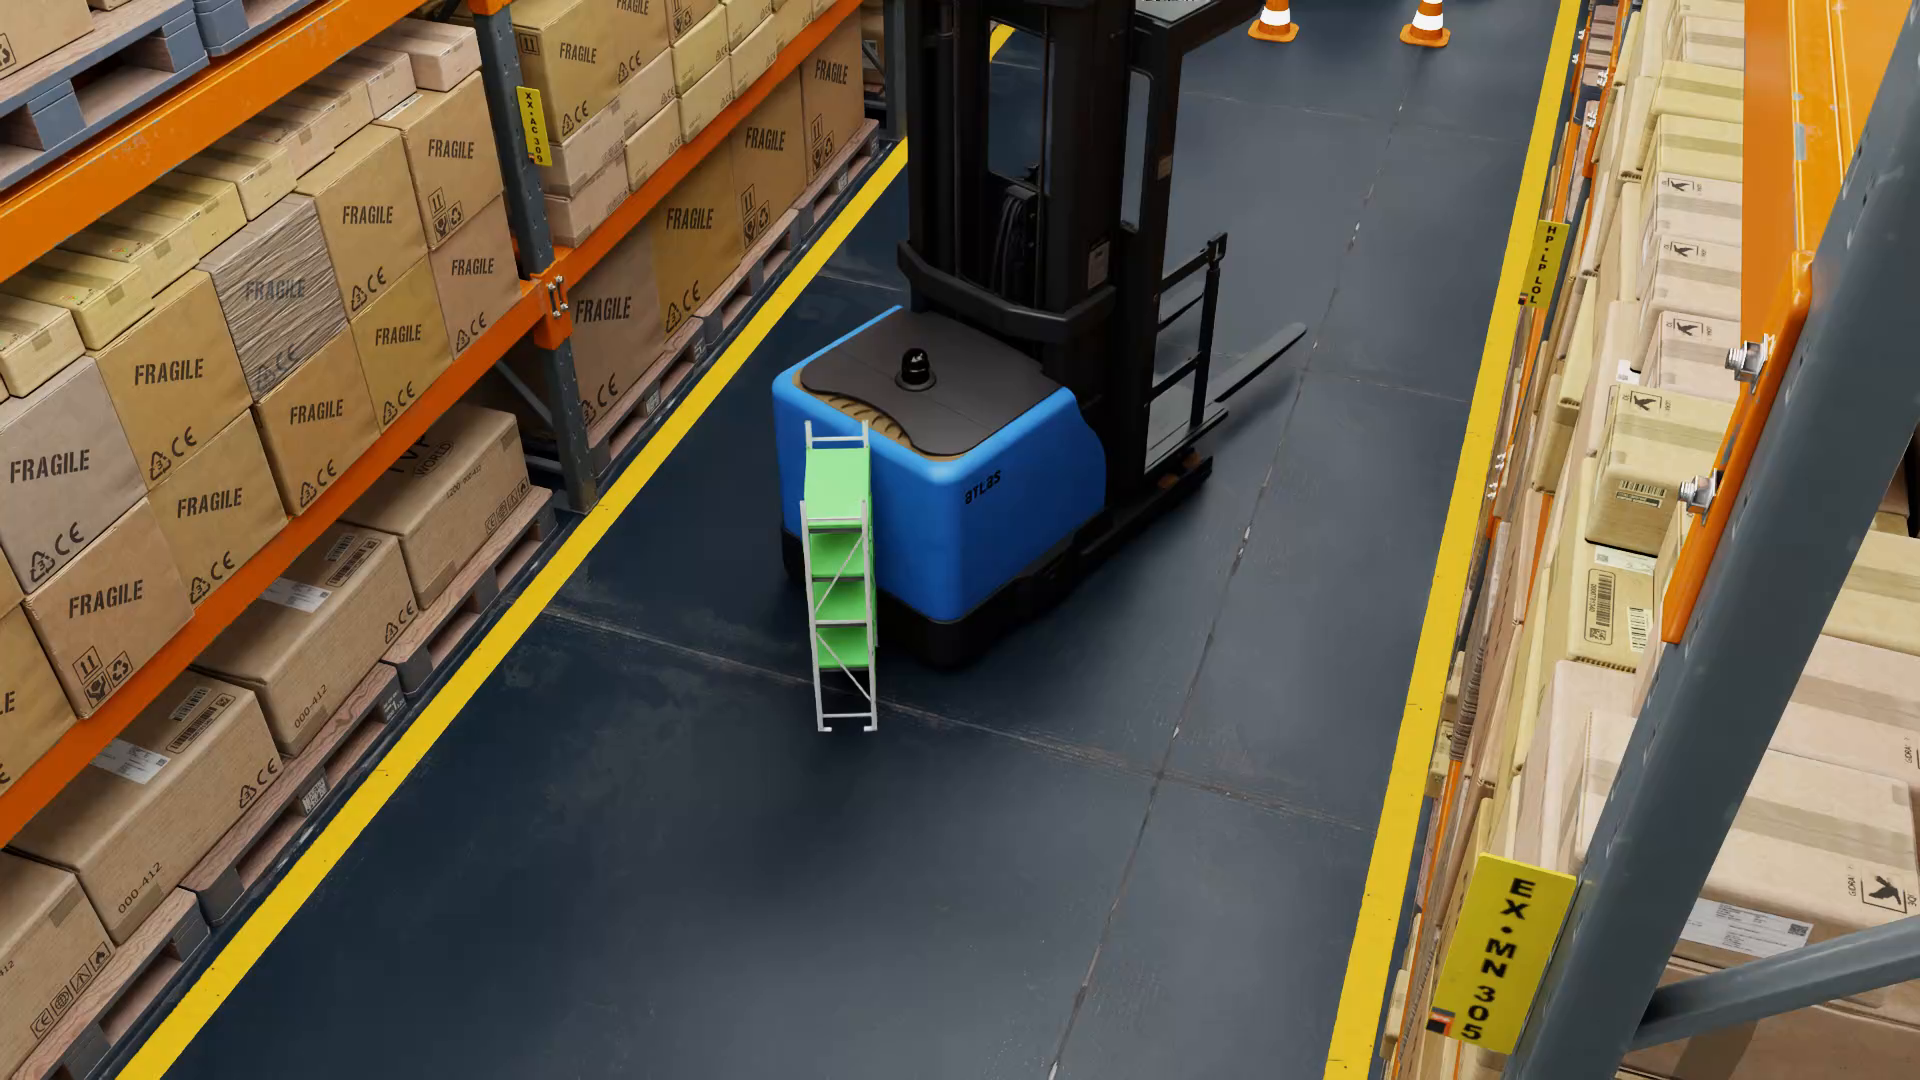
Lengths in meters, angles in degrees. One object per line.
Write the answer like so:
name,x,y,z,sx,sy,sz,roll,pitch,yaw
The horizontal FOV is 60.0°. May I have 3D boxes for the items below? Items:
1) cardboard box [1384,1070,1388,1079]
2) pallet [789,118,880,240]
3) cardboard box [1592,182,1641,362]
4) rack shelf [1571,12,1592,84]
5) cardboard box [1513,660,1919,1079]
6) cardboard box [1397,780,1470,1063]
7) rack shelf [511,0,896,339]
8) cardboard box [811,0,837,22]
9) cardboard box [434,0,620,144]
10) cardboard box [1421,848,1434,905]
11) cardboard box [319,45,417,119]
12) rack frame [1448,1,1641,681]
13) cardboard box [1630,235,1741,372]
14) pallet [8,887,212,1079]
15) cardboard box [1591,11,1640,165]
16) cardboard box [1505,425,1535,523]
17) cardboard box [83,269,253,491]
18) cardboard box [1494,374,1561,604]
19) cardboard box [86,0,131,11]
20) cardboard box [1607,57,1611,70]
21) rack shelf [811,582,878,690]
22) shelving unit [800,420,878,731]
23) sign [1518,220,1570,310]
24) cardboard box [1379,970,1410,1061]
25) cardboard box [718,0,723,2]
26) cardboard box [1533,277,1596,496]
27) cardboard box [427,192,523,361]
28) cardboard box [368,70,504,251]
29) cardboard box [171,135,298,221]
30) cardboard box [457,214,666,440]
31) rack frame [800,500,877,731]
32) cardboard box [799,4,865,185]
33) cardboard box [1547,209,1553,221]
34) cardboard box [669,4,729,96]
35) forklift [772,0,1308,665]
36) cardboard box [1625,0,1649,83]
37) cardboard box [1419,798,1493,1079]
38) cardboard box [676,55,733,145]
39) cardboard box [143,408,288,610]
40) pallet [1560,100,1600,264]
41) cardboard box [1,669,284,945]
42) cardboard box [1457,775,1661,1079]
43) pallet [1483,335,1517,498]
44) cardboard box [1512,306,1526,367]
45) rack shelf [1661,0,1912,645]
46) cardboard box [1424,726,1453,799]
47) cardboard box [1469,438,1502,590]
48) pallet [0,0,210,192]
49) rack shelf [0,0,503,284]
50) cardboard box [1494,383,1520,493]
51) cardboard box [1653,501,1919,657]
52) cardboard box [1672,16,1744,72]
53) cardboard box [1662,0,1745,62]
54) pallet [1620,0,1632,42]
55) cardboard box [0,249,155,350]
cardboard box,1.473,1.830,5.120,0.380,0.149,0.250,14,42,16
pallet,-1.179,-2.312,10.251,1.003,0.211,1.213,13,42,15
cardboard box,1.566,-0.461,3.352,0.500,0.250,0.500,12,42,13
rack shelf,4.532,-3.746,10.337,1.077,0.370,4.000,13,42,15
cardboard box,1.031,0.468,2.263,0.500,0.250,0.500,12,42,14
cardboard box,1.369,0.973,3.946,0.500,0.500,0.500,13,42,15
rack shelf,-1.522,-2.343,8.693,1.077,0.370,4.000,13,42,15
cardboard box,-0.927,-3.099,9.140,0.500,0.250,0.500,14,42,16
cardboard box,-1.785,-2.020,6.913,0.500,0.500,0.500,14,42,16
cardboard box,1.746,1.124,5.490,0.380,0.149,0.250,14,42,16
cardboard box,-2.204,-1.667,5.999,0.380,0.149,0.250,14,43,16
rack frame,2.480,-0.360,5.815,1.000,3.000,0.127,13,42,15
cardboard box,1.418,-0.388,2.960,0.380,0.149,0.250,14,42,16
pallet,-3.374,1.598,5.668,1.003,0.211,1.213,13,42,15
cardboard box,2.074,-1.220,4.627,0.500,0.250,0.500,15,43,17
cardboard box,1.912,0.038,5.041,0.500,0.500,0.500,13,42,15
cardboard box,-2.633,-0.542,5.181,0.500,0.500,0.500,13,42,15
cardboard box,1.733,-0.050,4.375,0.500,0.500,0.500,14,42,16
cardboard box,-2.637,-1.946,4.882,0.797,0.503,0.637,16,43,18
cardboard box,3.322,-2.308,7.967,0.380,0.149,0.250,15,43,17
rack shelf,-0.467,0.390,6.790,0.258,0.148,0.480,-1,40,-1
shelving unit,-0.467,0.159,6.593,0.258,1.200,0.503,-1,40,-1
sign,1.957,-0.922,5.581,0.100,0.325,0.005,13,42,15
cardboard box,1.539,1.544,5.227,0.380,0.149,0.250,14,42,16
cardboard box,-1.293,-2.959,8.013,0.500,0.500,0.500,13,42,14
cardboard box,1.532,-0.282,3.527,0.500,0.250,0.500,15,43,17
cardboard box,-2.124,-1.096,6.600,0.500,0.500,0.500,14,42,15
cardboard box,-2.108,-1.466,6.264,0.500,0.500,0.500,13,42,15
cardboard box,-2.420,-1.198,5.450,0.380,0.149,0.250,13,42,15
cardboard box,-2.069,-1.144,8.047,0.875,0.875,0.875,15,43,16
rack frame,-0.458,0.317,6.407,0.240,1.200,0.015,-1,40,-1
cardboard box,-1.152,-2.785,9.971,0.875,0.875,0.875,13,42,15
cardboard box,3.030,-1.319,7.963,0.500,0.250,0.500,14,42,15
cardboard box,-1.441,-2.362,7.892,0.500,0.250,0.500,14,42,16
forklift,0.561,-1.468,7.166,1.130,2.935,3.031,30,49,30
cardboard box,2.090,-1.394,4.446,0.500,0.250,0.500,15,43,16
cardboard box,1.208,0.905,3.256,0.500,0.500,0.500,12,42,14
cardboard box,-1.442,-2.175,8.057,0.500,0.250,0.500,13,42,15
cardboard box,-2.647,-0.155,5.497,0.500,0.500,0.500,15,43,17
pallet,3.210,-1.510,7.311,1.003,0.211,1.213,13,42,15
cardboard box,-3.137,0.873,6.020,0.875,0.438,0.875,14,43,16
cardboard box,1.019,0.659,2.424,0.500,0.250,0.500,12,42,14
pallet,3.161,-0.521,8.152,1.003,0.211,1.213,13,42,15
cardboard box,3.027,-1.012,8.181,0.500,0.500,0.500,12,42,14
rack shelf,1.796,-1.148,2.672,1.077,0.370,4.000,13,42,15
cardboard box,1.963,0.878,6.237,0.380,0.149,0.250,14,43,16
cardboard box,2.497,-0.076,7.084,0.500,0.500,0.500,13,42,14
pallet,-2.914,-1.266,4.634,1.003,0.211,1.213,13,42,15
rack shelf,-2.890,-1.045,4.860,1.077,0.370,4.000,13,42,15
cardboard box,2.497,-0.365,6.844,0.500,0.250,0.500,12,42,14
cardboard box,1.213,0.100,2.387,0.380,0.149,0.250,12,42,14
cardboard box,1.795,-1.027,3.709,0.380,0.149,0.250,12,42,14
cardboard box,1.864,-1.190,3.899,0.380,0.149,0.250,12,42,14
pallet,2.791,-1.783,5.316,1.213,0.211,1.003,13,42,15
cardboard box,-2.622,-0.714,4.882,0.380,0.149,0.250,12,42,14
